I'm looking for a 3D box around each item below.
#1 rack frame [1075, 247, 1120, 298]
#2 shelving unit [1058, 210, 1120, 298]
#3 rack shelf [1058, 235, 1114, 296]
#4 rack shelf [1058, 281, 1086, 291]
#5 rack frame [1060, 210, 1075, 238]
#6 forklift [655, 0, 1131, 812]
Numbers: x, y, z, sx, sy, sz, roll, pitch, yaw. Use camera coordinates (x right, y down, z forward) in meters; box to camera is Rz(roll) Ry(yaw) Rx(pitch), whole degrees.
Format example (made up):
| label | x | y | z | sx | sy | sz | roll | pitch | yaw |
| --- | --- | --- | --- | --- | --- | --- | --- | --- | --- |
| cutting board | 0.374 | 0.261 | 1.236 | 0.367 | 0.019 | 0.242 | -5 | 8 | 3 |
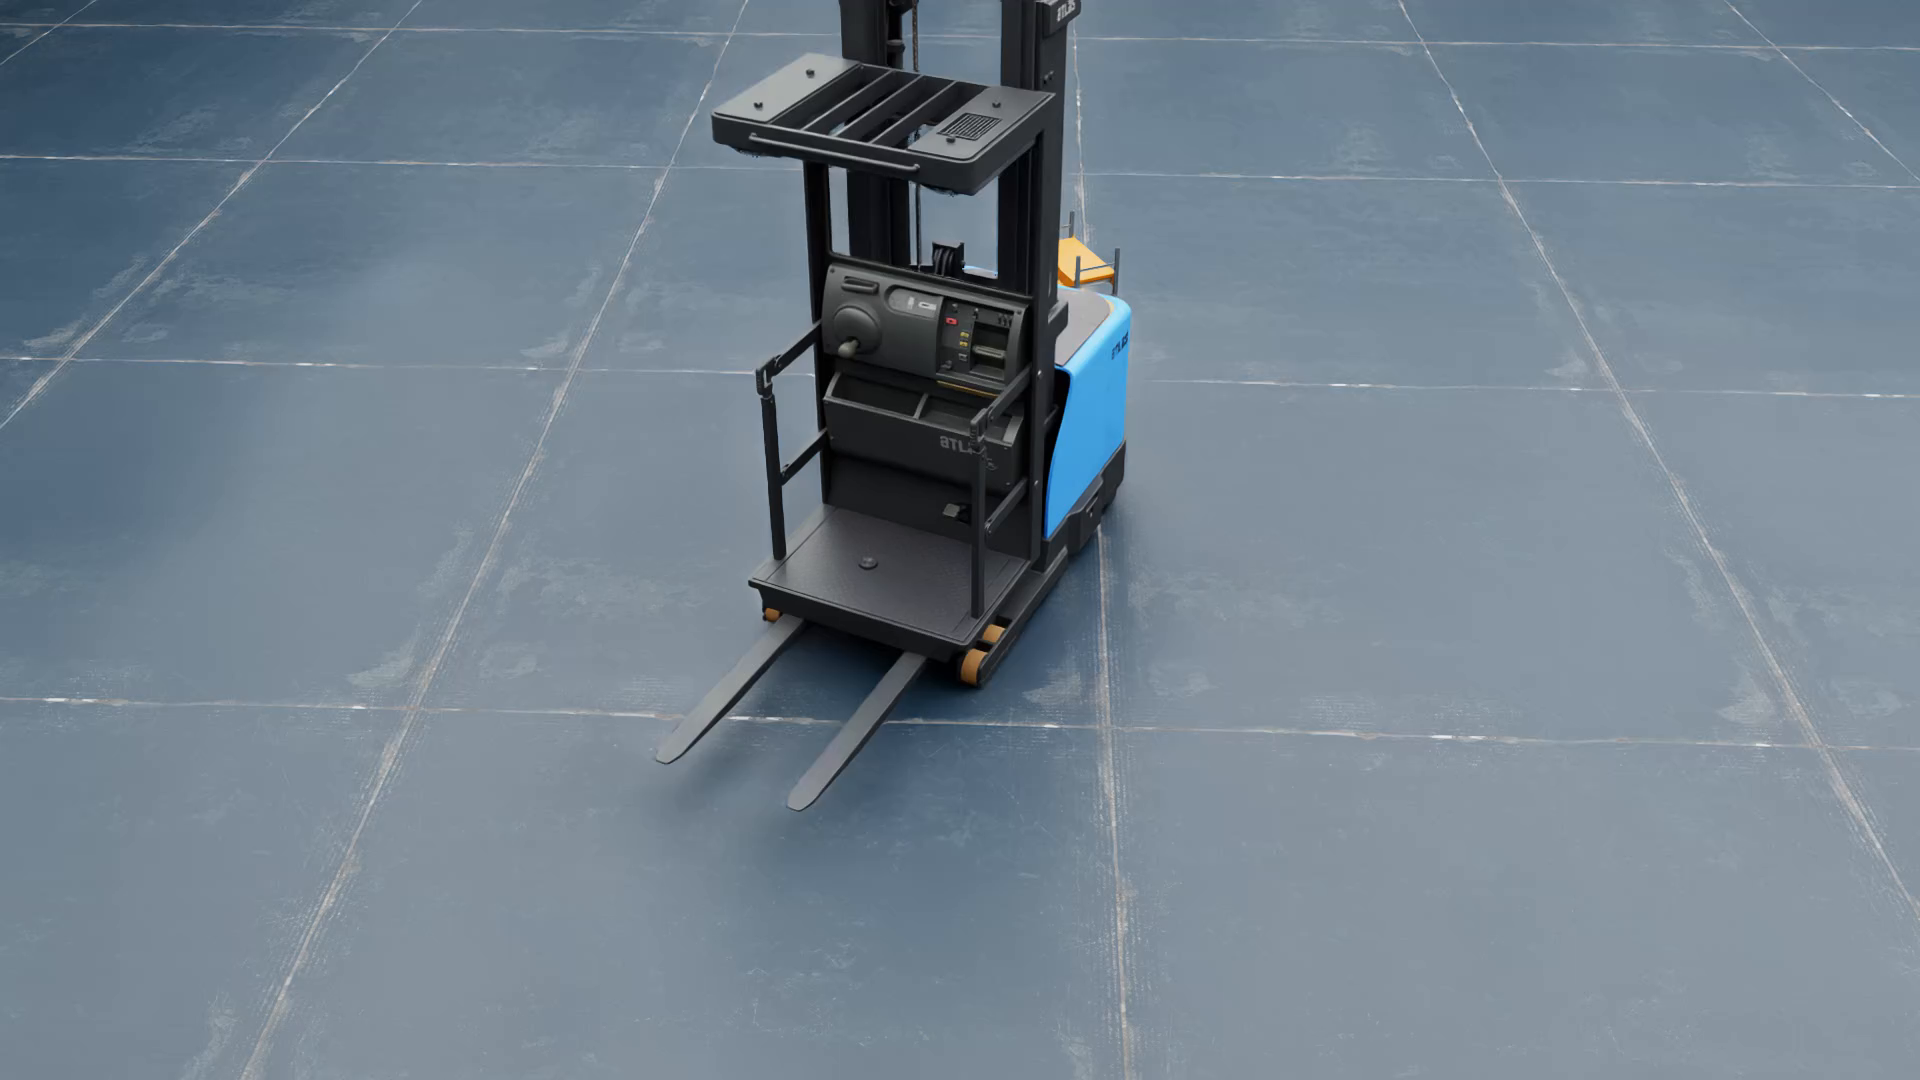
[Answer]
| label | x | y | z | sx | sy | sz | roll | pitch | yaw |
| --- | --- | --- | --- | --- | --- | --- | --- | --- | --- |
| rack frame | 0.680 | -0.927 | 8.525 | 0.240 | 1.200 | 0.015 | -15 | 38 | -20 |
| shelving unit | 0.580 | -1.055 | 8.707 | 0.258 | 1.200 | 0.503 | -15 | 38 | -20 |
| rack shelf | 0.580 | -1.376 | 8.481 | 0.258 | 0.148 | 0.480 | -15 | 38 | -20 |
| rack shelf | 0.580 | -1.183 | 8.617 | 0.258 | 0.148 | 0.480 | -15 | 38 | -20 |
| rack frame | 0.479 | -1.182 | 8.889 | 0.240 | 1.200 | 0.015 | -15 | 38 | -20 |
| forklift | -0.254 | -0.842 | 6.899 | 1.130 | 2.935 | 3.031 | 16 | 38 | 21 |
